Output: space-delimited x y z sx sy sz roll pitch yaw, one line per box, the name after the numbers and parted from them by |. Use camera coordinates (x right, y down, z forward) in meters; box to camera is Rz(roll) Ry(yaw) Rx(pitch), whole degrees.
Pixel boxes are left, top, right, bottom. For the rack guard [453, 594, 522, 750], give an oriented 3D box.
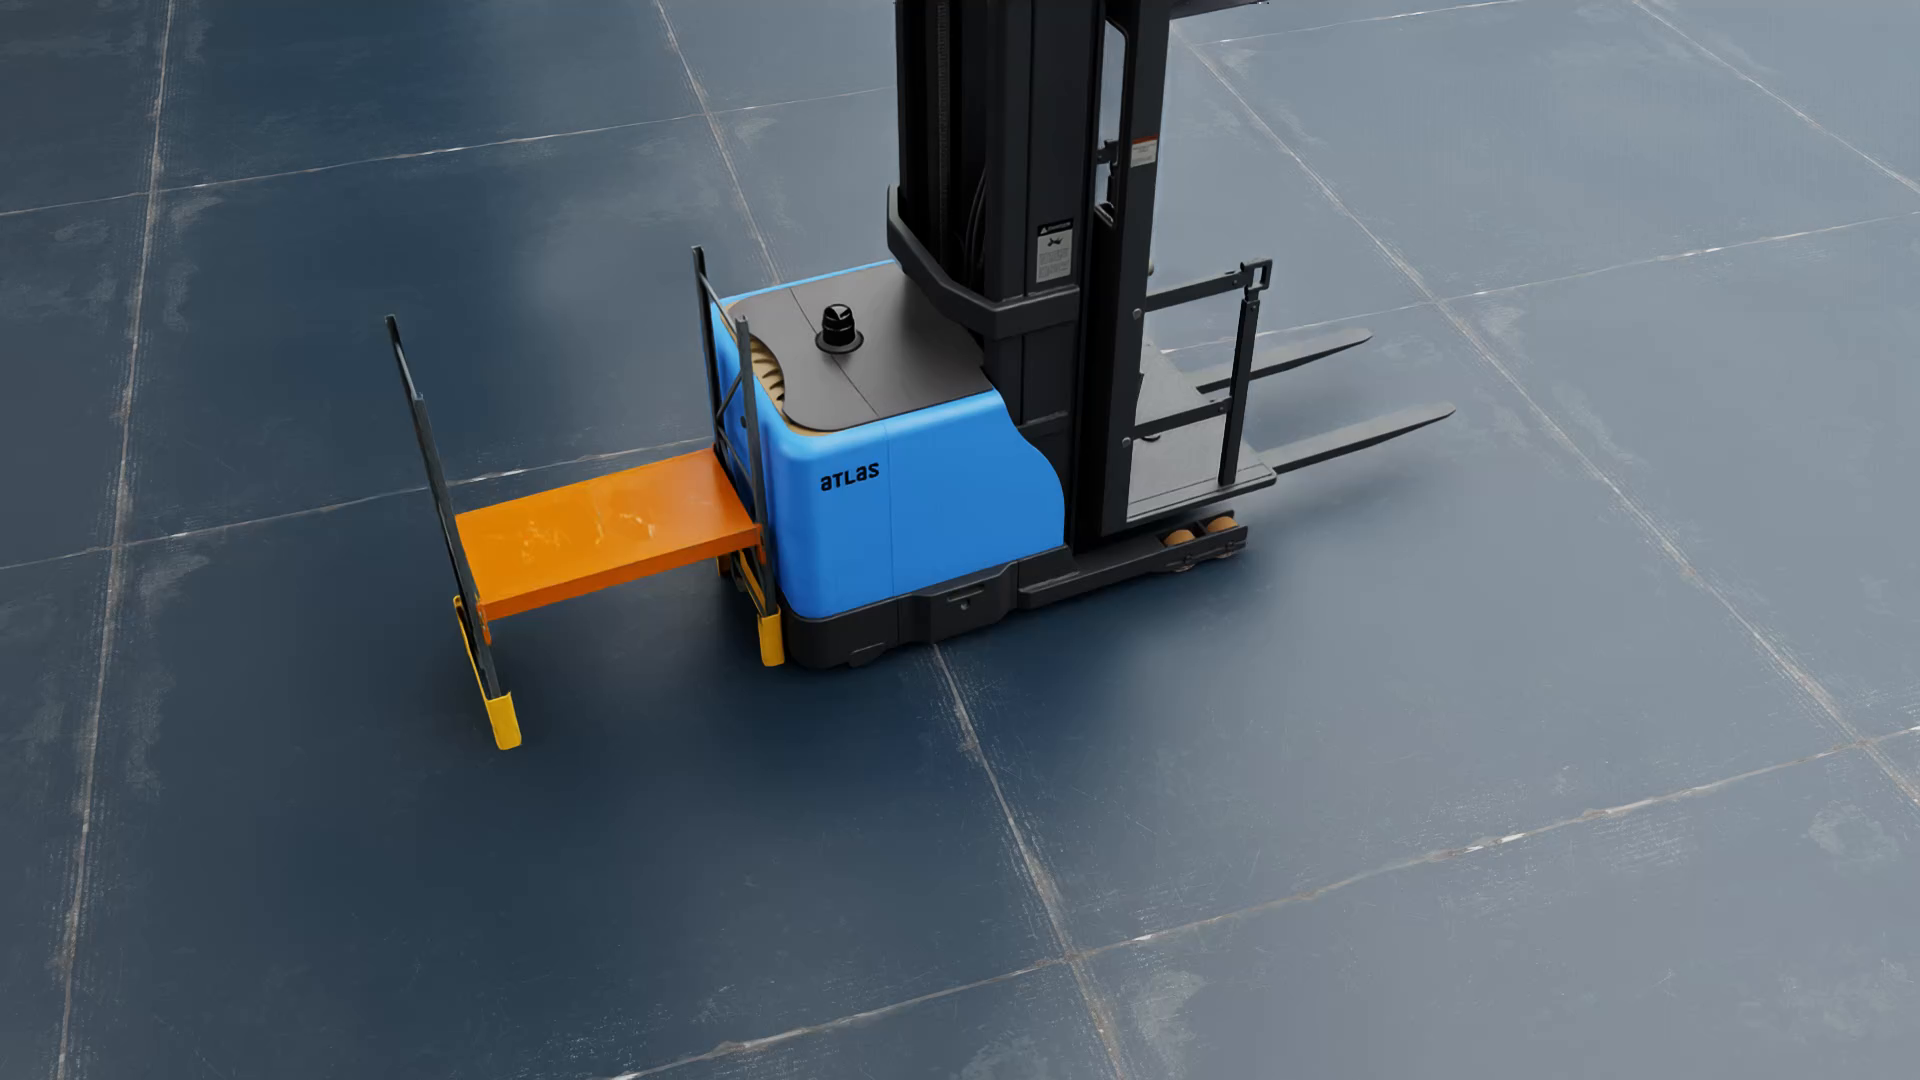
-1.713 0.469 6.023 0.087 0.250 0.587 -17 44 -18 | rack guard

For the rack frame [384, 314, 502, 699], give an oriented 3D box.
-1.714 -0.002 5.612 0.032 1.500 0.500 -17 44 -18 | rack frame

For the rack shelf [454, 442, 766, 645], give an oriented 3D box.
-1.251 -0.004 5.888 1.000 0.185 0.538 -17 44 -18 | rack shelf

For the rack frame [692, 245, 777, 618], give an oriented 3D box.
-0.788 -0.278 5.928 0.032 1.500 0.500 -17 44 -18 | rack frame

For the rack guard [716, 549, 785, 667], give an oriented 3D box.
-0.806 0.198 6.333 0.087 0.250 0.587 -17 44 -18 | rack guard

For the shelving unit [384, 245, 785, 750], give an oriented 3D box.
-1.259 -0.137 5.767 1.083 1.500 0.587 -17 44 -18 | shelving unit

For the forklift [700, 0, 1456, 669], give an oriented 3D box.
0.590 -1.279 5.987 3.031 2.935 1.130 -17 44 -18 | forklift
